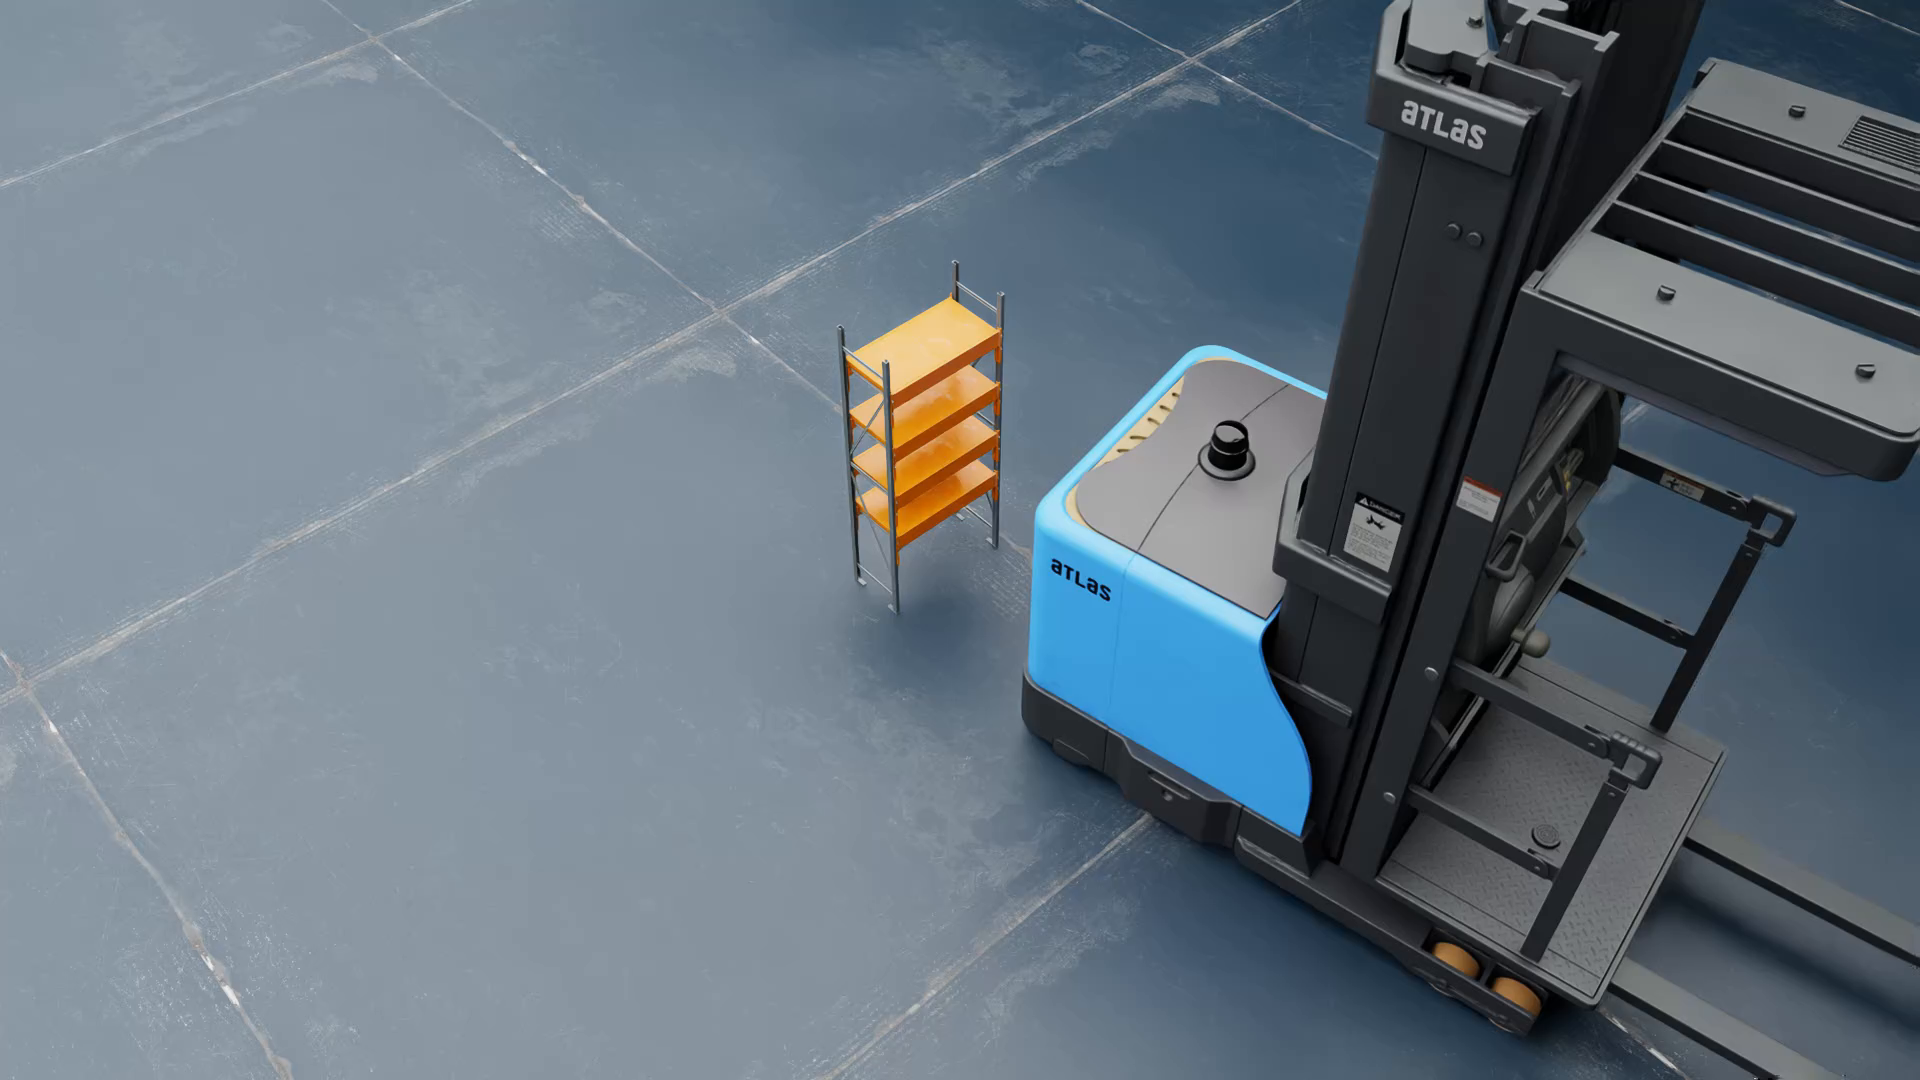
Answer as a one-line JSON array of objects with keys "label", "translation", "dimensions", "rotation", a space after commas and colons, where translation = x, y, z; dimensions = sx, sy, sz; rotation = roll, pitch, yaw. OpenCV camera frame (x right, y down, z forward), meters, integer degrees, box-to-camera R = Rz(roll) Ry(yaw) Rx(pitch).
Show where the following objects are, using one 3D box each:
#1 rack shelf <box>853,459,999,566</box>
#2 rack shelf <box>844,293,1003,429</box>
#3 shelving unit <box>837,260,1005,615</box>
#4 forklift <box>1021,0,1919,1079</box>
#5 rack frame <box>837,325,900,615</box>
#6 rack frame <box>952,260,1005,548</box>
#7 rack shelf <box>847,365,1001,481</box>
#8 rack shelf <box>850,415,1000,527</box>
[{"label": "rack shelf", "translation": [-0.122, -0.145, 5.929], "dimensions": [0.480, 0.148, 0.258], "rotation": [-34, 56, -27]}, {"label": "rack shelf", "translation": [-0.122, -0.592, 5.445], "dimensions": [0.480, 0.148, 0.258], "rotation": [-34, 56, -27]}, {"label": "shelving unit", "translation": [-0.122, -0.325, 5.734], "dimensions": [0.503, 1.200, 0.258], "rotation": [-34, 56, -27]}, {"label": "forklift", "translation": [1.691, 0.008, 4.248], "dimensions": [3.031, 2.935, 1.130], "rotation": [29, 53, 24]}, {"label": "rack frame", "translation": [-0.303, -0.204, 5.622], "dimensions": [0.015, 1.200, 0.240], "rotation": [-34, 56, -27]}, {"label": "rack frame", "translation": [0.058, -0.446, 5.845], "dimensions": [0.015, 1.200, 0.240], "rotation": [-34, 56, -27]}, {"label": "rack shelf", "translation": [-0.122, -0.431, 5.619], "dimensions": [0.480, 0.148, 0.258], "rotation": [-34, 56, -27]}, {"label": "rack shelf", "translation": [-0.122, -0.279, 5.783], "dimensions": [0.480, 0.148, 0.258], "rotation": [-34, 56, -27]}]
